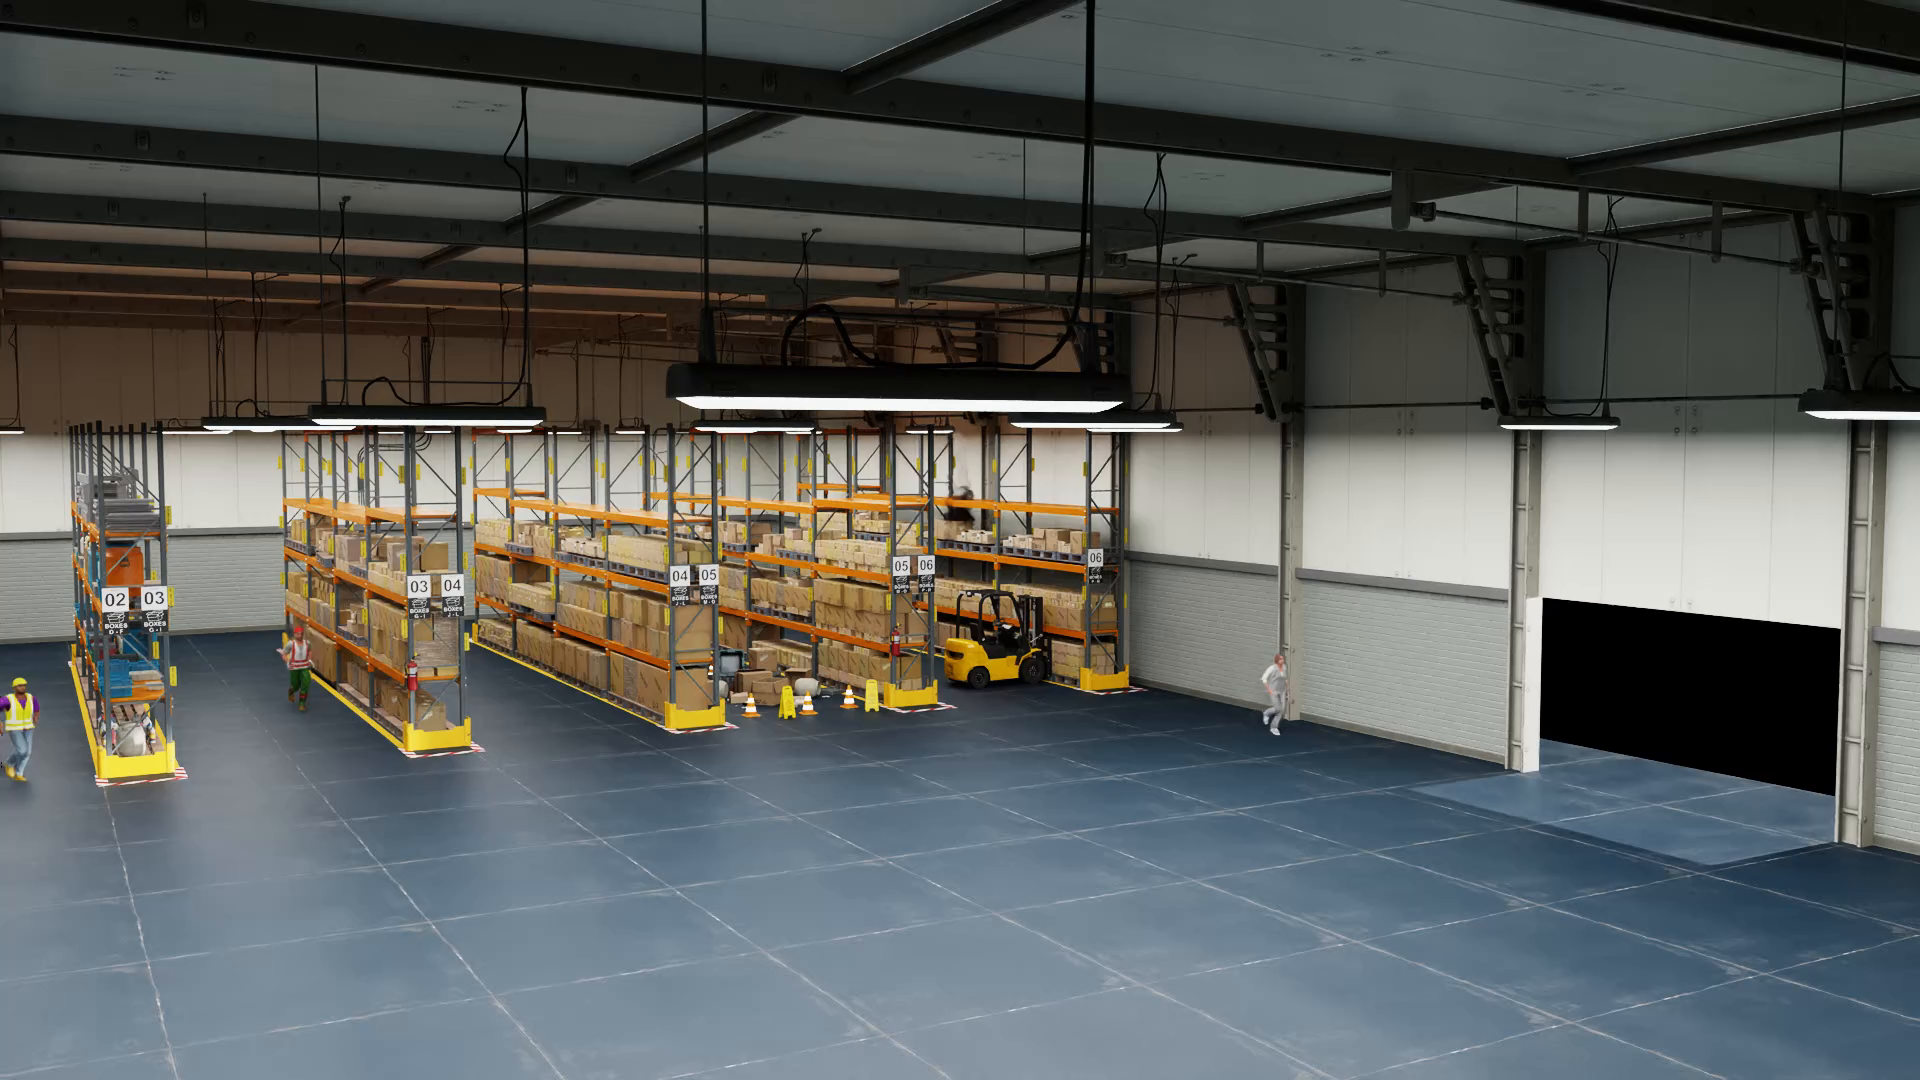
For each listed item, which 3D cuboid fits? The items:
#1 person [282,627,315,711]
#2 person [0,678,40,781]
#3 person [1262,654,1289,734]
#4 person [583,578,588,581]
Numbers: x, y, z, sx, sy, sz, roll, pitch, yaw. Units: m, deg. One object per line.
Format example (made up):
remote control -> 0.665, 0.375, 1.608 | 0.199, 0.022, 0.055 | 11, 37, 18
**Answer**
person -> -13.924, 2.689, 35.003 | 0.646, 1.748, 0.797 | -3, 4, -37
person -> -15.592, 3.151, 27.616 | 0.591, 1.728, 0.686 | 2, 4, 34
person -> 6.116, 2.966, 32.203 | 0.554, 1.560, 0.535 | -2, 4, -27
person -> -10.459, 1.958, 46.836 | 0.988, 1.756, 0.725 | 3, 5, 44
